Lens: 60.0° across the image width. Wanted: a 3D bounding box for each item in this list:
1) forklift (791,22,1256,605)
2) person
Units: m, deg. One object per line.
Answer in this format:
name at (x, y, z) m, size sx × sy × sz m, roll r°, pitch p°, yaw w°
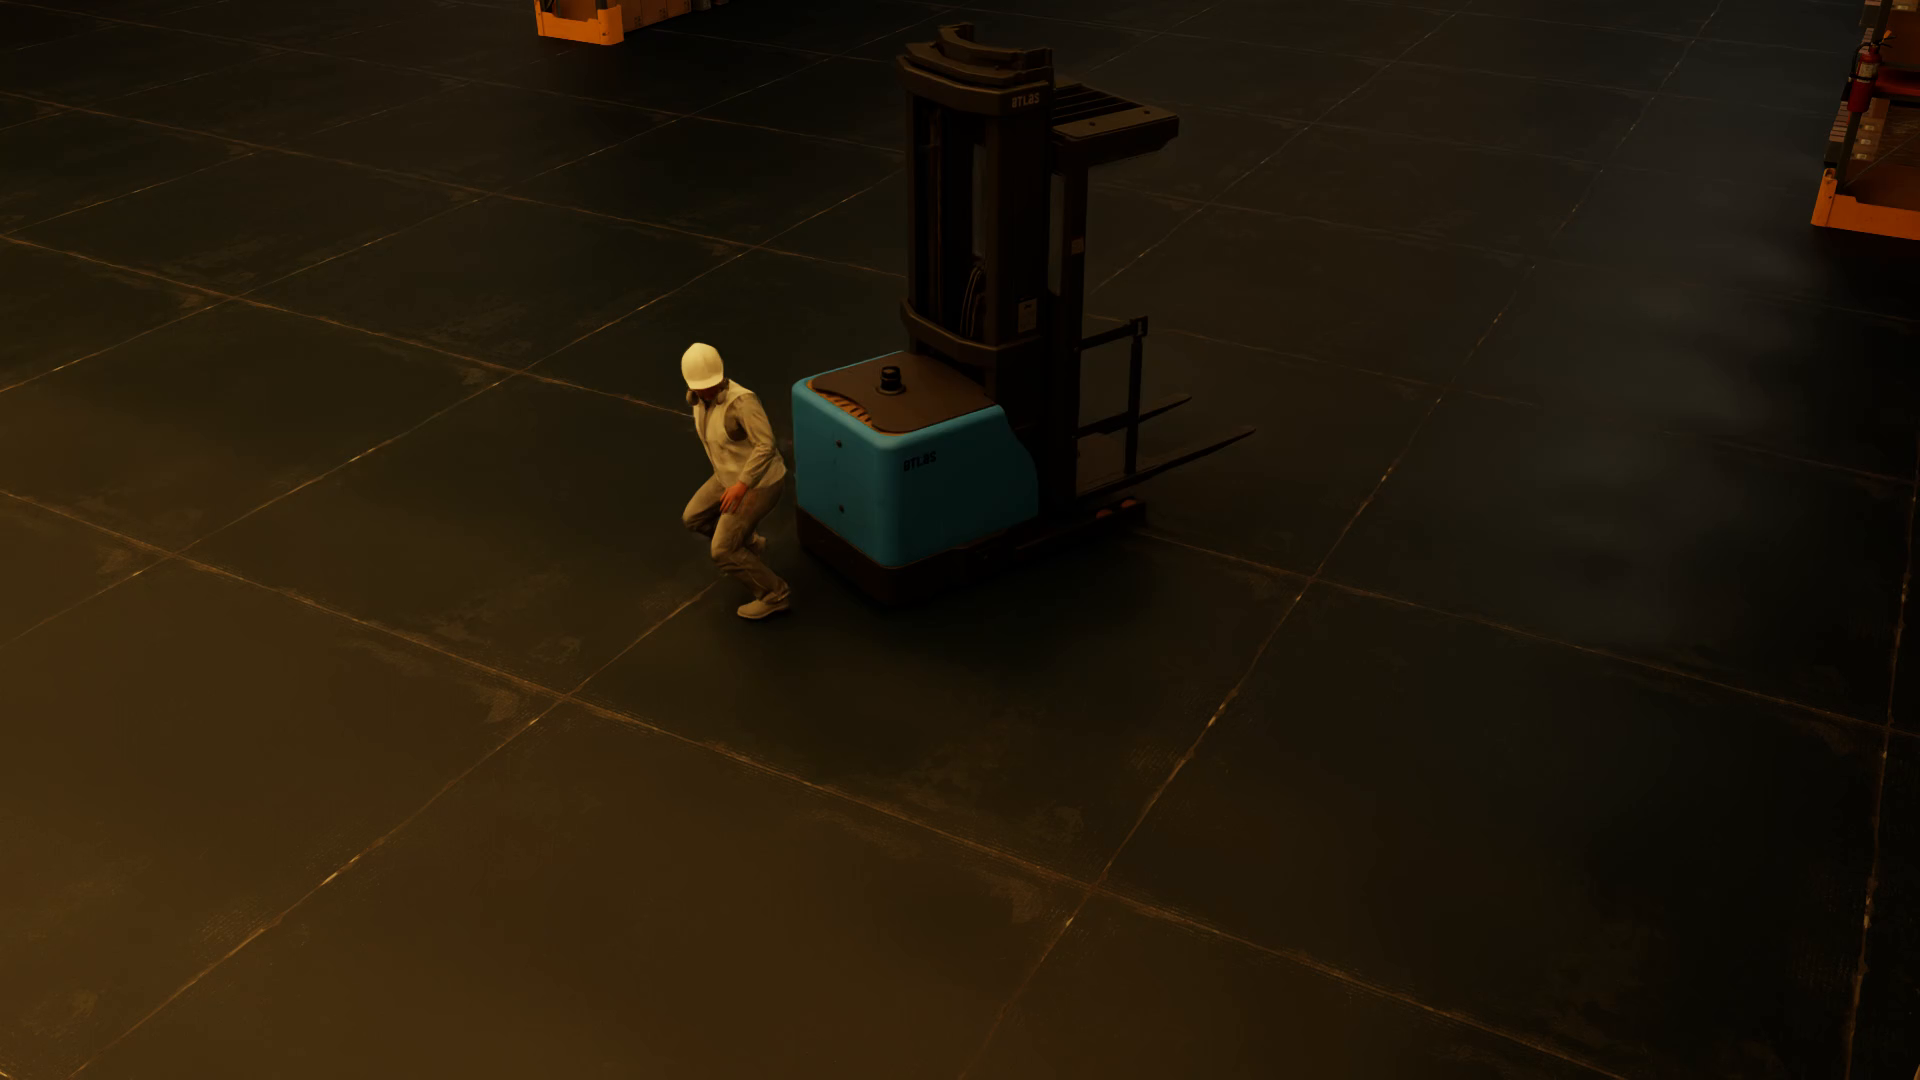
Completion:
forklift at (0.513, -1.483, 9.641) m, size 3.031 × 2.935 × 1.130 m, roll -20°, pitch 36°, yaw -31°
person at (-1.255, -0.372, 9.113) m, size 0.511 × 1.648 × 0.960 m, roll -15°, pitch 33°, yaw -25°
